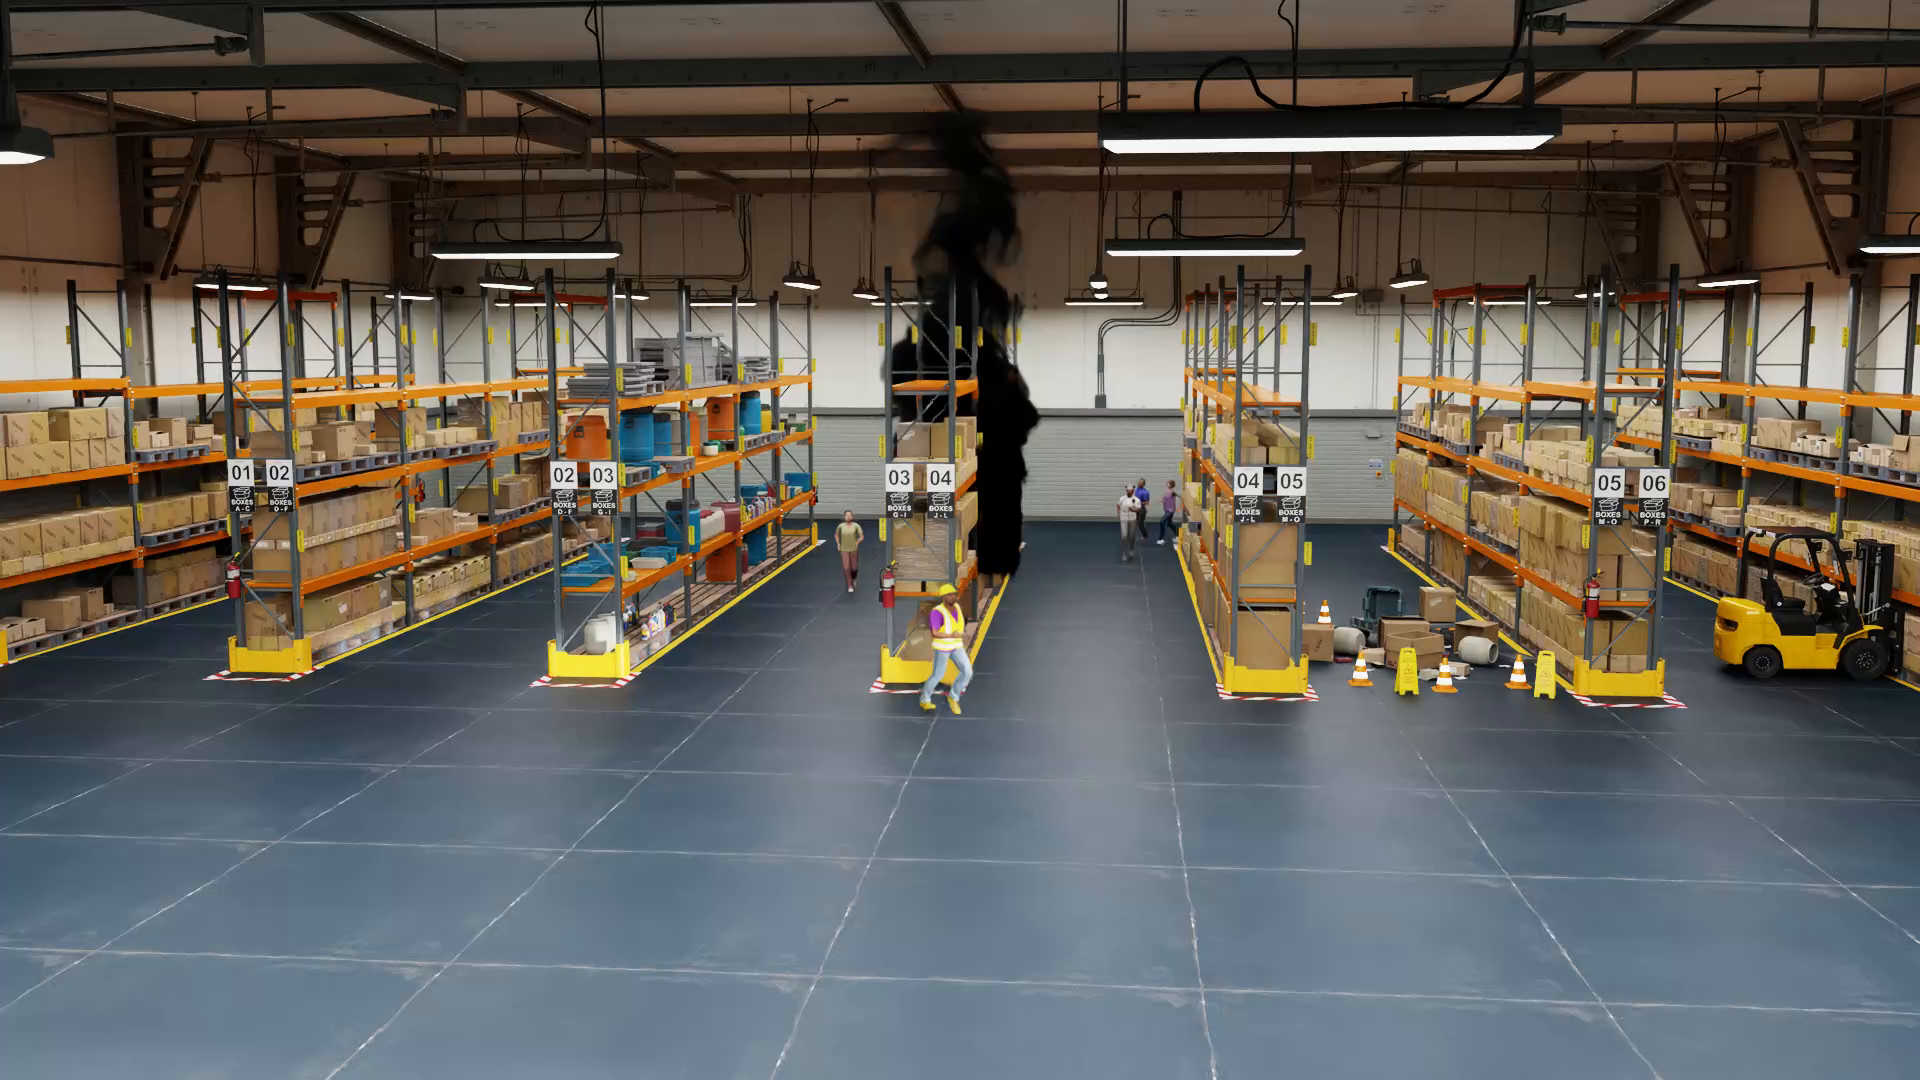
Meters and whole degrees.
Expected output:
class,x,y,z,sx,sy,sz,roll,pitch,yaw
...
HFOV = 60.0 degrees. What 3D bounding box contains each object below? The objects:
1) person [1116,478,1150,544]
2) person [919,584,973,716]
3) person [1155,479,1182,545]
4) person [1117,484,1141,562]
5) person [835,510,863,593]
class,x,y,z,sx,sy,sz,roll,pitch,yaw
person,4.332,-0.704,40.308,0.827,1.622,0.735,-5,9,-38
person,-0.148,1.451,22.093,0.717,1.767,0.862,-6,9,-41
person,5.091,-0.660,40.380,0.767,1.602,0.570,-2,7,-15
person,3.817,-0.405,37.568,0.552,1.744,0.790,1,7,5
person,-2.193,0.207,32.856,0.572,1.626,0.604,0,7,-1
